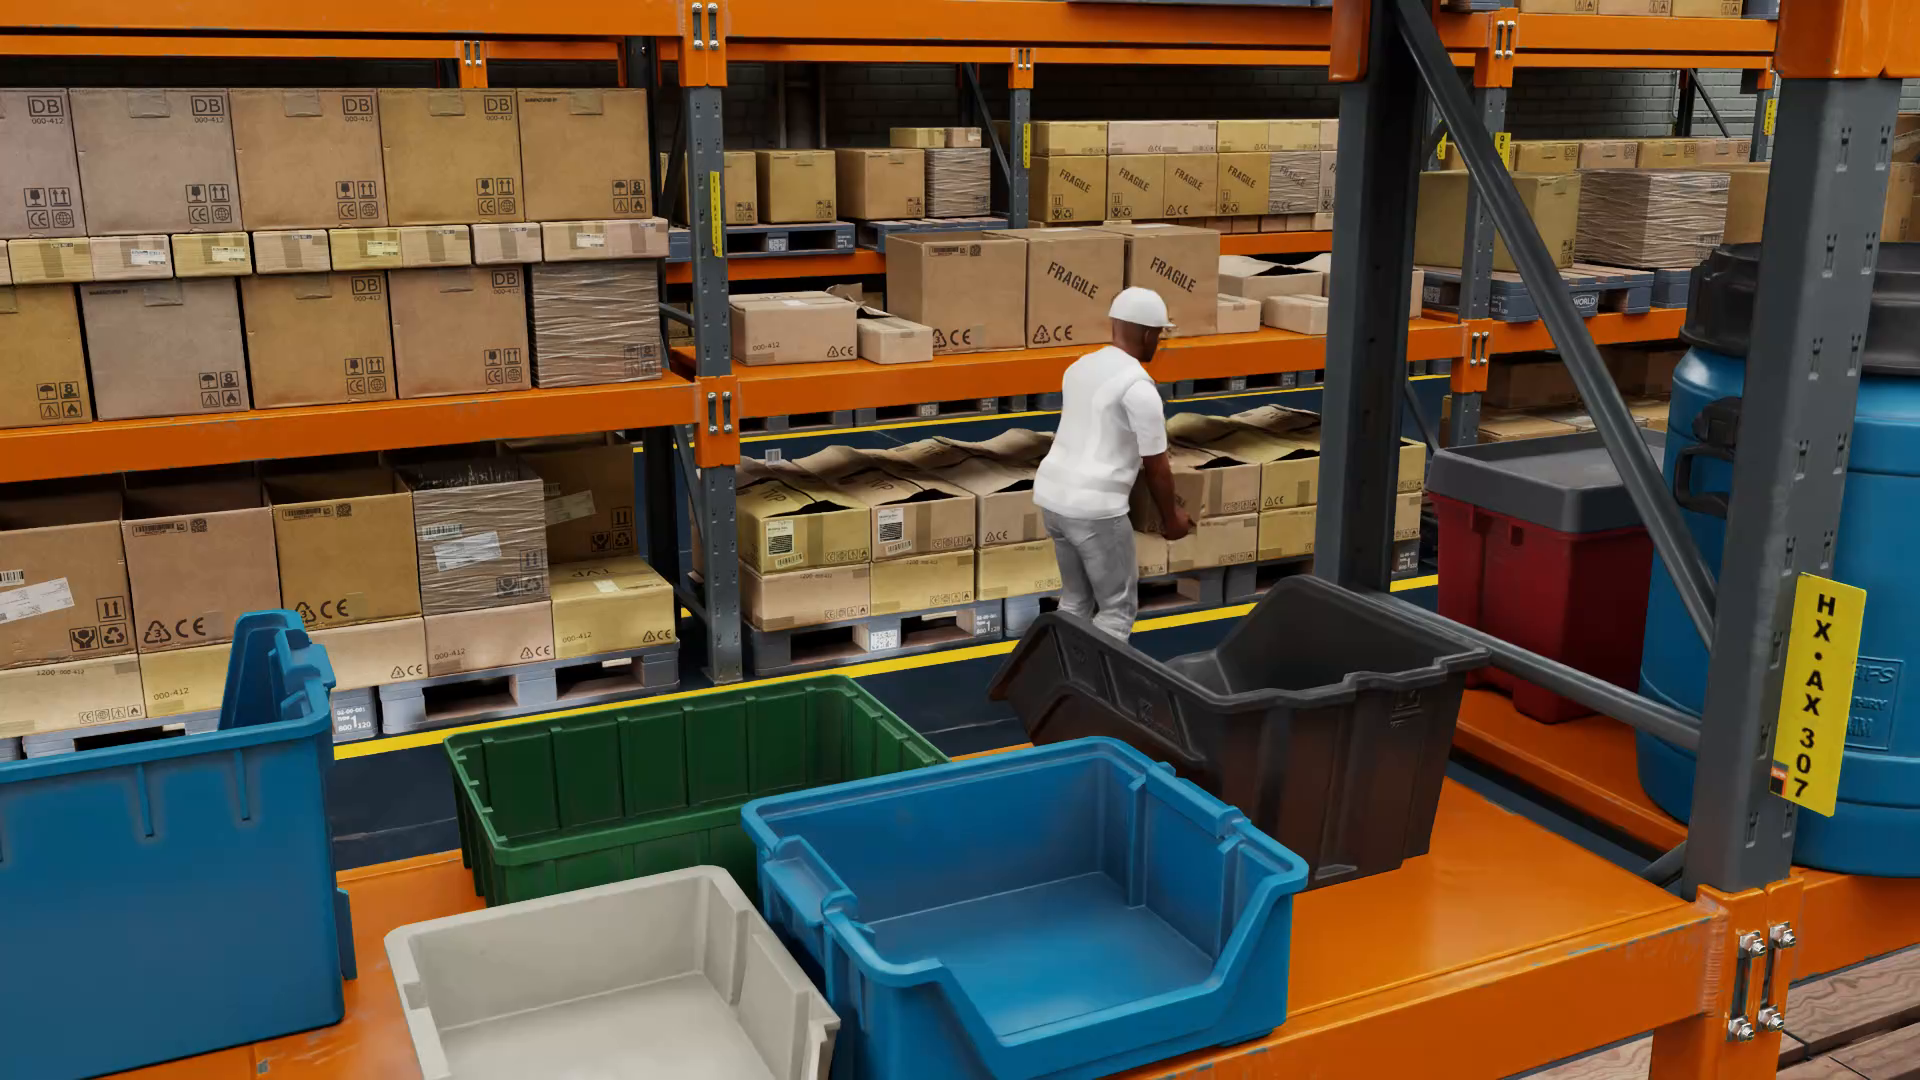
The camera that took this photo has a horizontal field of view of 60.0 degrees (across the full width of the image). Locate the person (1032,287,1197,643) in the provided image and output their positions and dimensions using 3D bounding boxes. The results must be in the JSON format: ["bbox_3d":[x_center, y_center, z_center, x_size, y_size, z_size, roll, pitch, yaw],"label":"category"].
[{"bbox_3d":[0.594,-0.125,6.525,0.613,1.718,0.498,-8,17,-27],"label":"person"}]
